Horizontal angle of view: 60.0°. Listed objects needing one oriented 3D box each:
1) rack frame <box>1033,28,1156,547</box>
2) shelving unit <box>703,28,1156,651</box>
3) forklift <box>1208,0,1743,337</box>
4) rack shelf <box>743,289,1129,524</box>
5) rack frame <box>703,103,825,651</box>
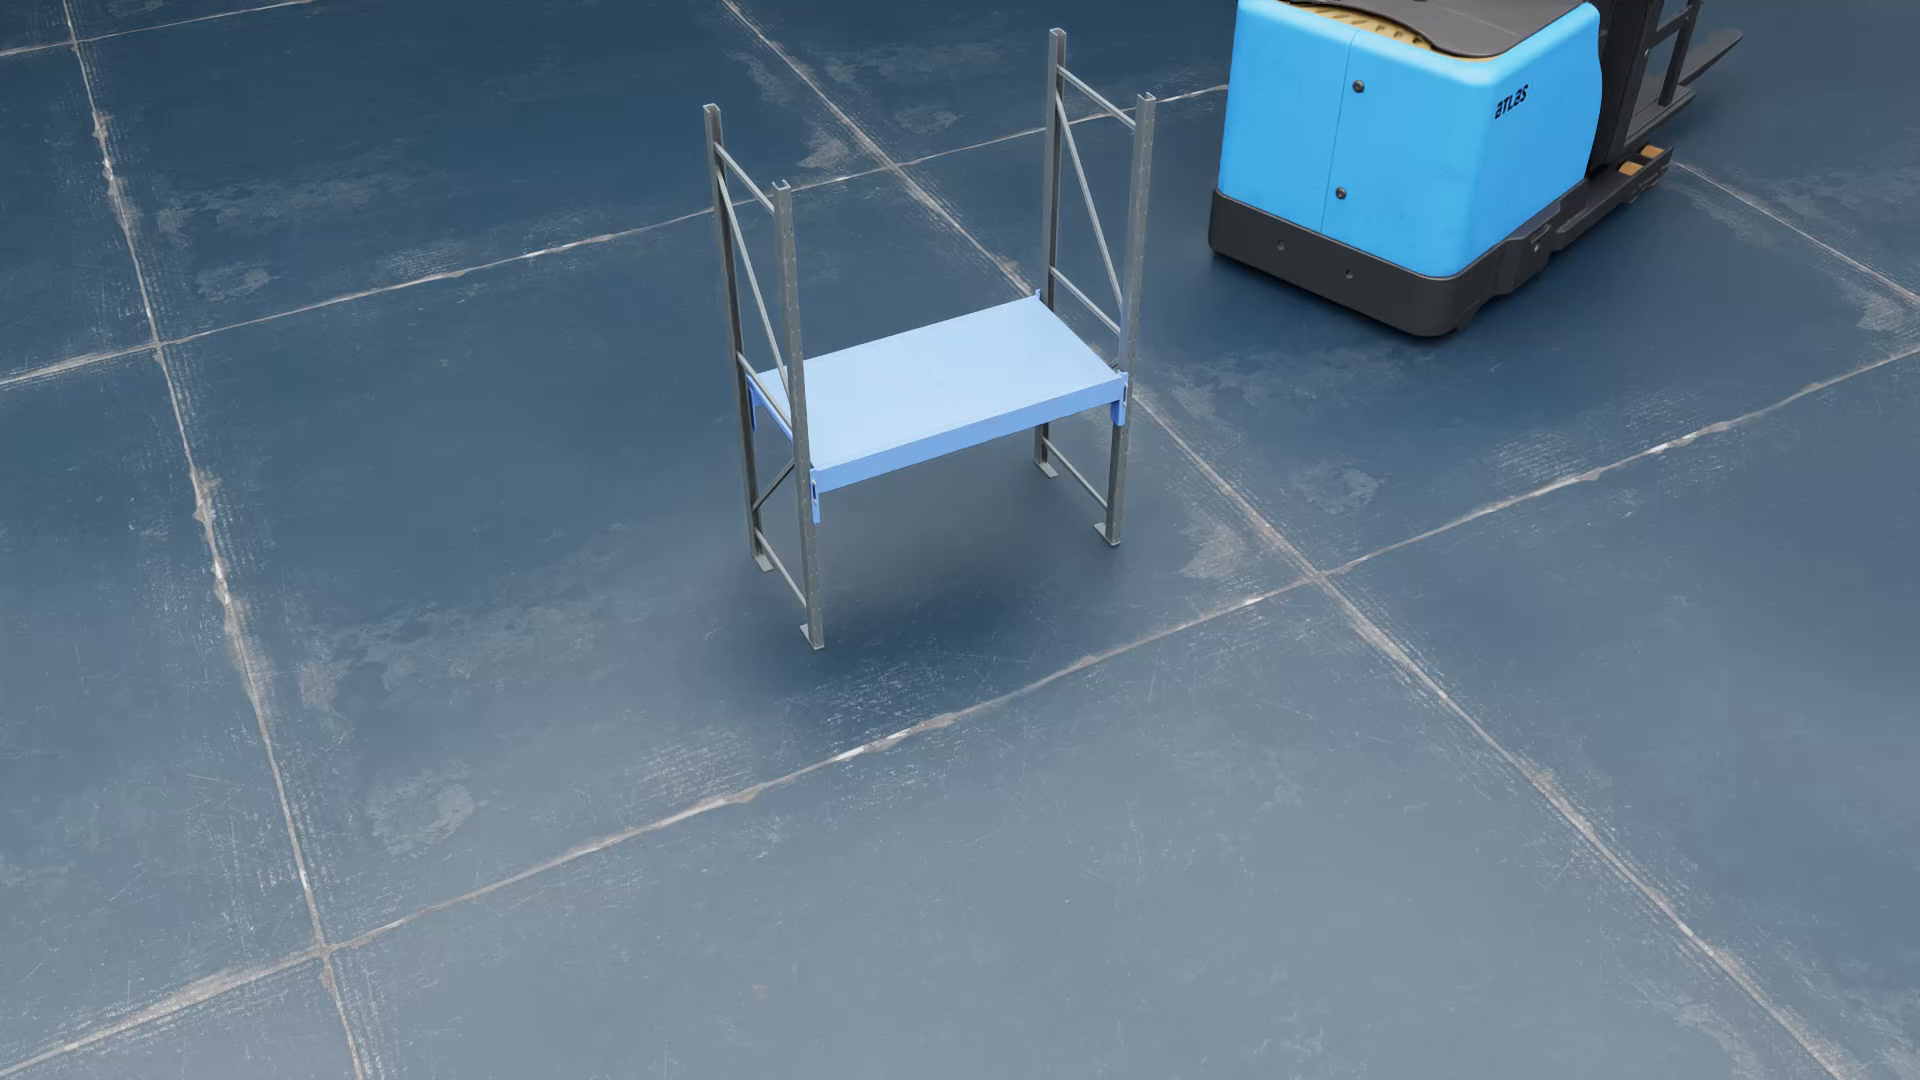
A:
[{"bbox_3d":[0.375,-0.699,4.915,0.032,1.500,0.500,-19,44,-21],"label":"rack frame"},{"bbox_3d":[-0.076,-0.547,4.735,1.048,1.500,0.538,-19,44,-21],"label":"shelving unit"},{"bbox_3d":[2.340,-2.718,6.192,1.130,2.935,3.031,31,49,31],"label":"forklift"},{"bbox_3d":[-0.076,-0.410,4.852,1.000,0.185,0.538,-19,44,-21],"label":"rack shelf"},{"bbox_3d":[-0.527,-0.395,4.556,0.032,1.500,0.500,-19,44,-21],"label":"rack frame"}]
